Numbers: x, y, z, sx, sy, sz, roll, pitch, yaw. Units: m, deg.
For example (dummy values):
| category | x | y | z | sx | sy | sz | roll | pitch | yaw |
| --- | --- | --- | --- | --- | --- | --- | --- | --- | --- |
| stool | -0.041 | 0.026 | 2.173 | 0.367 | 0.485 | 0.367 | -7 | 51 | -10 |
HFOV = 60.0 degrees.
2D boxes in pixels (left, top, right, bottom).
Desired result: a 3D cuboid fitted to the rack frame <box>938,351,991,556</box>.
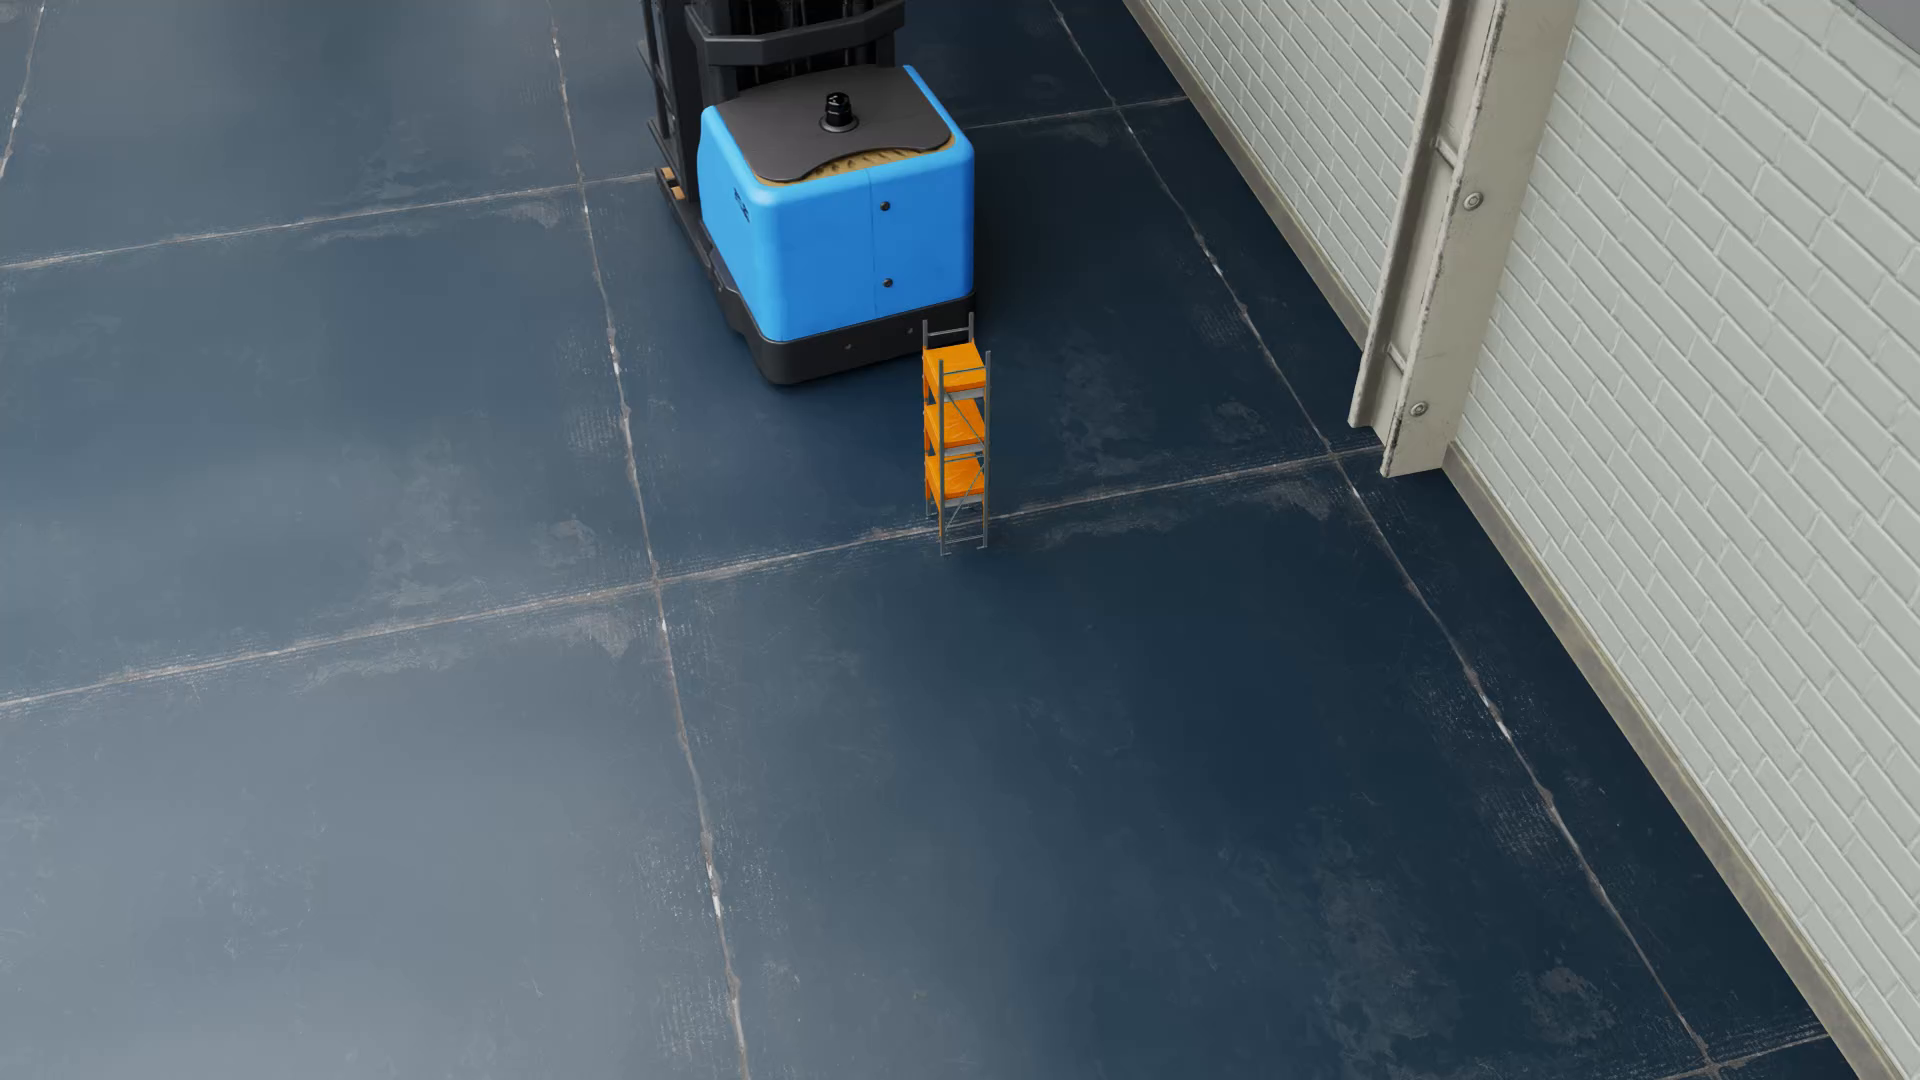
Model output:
| category | x | y | z | sx | sy | sz | roll | pitch | yaw |
| --- | --- | --- | --- | --- | --- | --- | --- | --- | --- |
| rack frame | 0.017 | -0.320 | 6.579 | 0.200 | 1.050 | 0.008 | -11 | 47 | -10 |

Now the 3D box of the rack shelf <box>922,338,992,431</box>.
| category | x | y | z | sx | sy | sz | roll | pitch | yaw |
| --- | --- | --- | --- | --- | --- | --- | --- | --- | --- |
| rack shelf | -0.014 | -0.596 | 6.467 | 0.215 | 0.259 | 0.240 | -11 | 47 | -10 |

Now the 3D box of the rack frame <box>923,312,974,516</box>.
| category | x | y | z | sx | sy | sz | roll | pitch | yaw |
| --- | --- | --- | --- | --- | --- | --- | --- | --- | --- |
| rack frame | -0.045 | -0.489 | 6.745 | 0.200 | 1.050 | 0.008 | -11 | 47 | -10 |

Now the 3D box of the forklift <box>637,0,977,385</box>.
| category | x | y | z | sx | sy | sz | roll | pitch | yaw |
| --- | --- | --- | --- | --- | --- | --- | --- | --- | --- |
| forklift | -0.950 | -2.803 | 7.696 | 1.130 | 2.935 | 3.031 | -16 | 48 | -15 |

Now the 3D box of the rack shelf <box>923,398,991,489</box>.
| category | x | y | z | sx | sy | sz | roll | pitch | yaw |
| --- | --- | --- | --- | --- | --- | --- | --- | --- | --- |
| rack shelf | -0.014 | -0.397 | 6.670 | 0.215 | 0.259 | 0.240 | -11 | 47 | -10 |

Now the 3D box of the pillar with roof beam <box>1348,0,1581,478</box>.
| category | x | y | z | sx | sy | sz | roll | pitch | yaw |
| --- | --- | --- | --- | --- | --- | --- | --- | --- | --- |
| pillar with roof beam | -2.208 | -2.798 | 3.443 | 9.100 | 9.000 | 0.400 | -11 | 47 | -10 |

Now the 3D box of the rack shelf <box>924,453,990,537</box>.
| category | x | y | z | sx | sy | sz | roll | pitch | yaw |
| --- | --- | --- | --- | --- | --- | --- | --- | --- | --- |
| rack shelf | -0.014 | -0.202 | 6.868 | 0.215 | 0.259 | 0.240 | -11 | 47 | -10 |

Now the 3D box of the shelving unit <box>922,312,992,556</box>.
| category | x | y | z | sx | sy | sz | roll | pitch | yaw |
| --- | --- | --- | --- | --- | --- | --- | --- | --- | --- |
| shelving unit | -0.014 | -0.404 | 6.662 | 0.215 | 1.050 | 0.252 | -11 | 47 | -10 |
